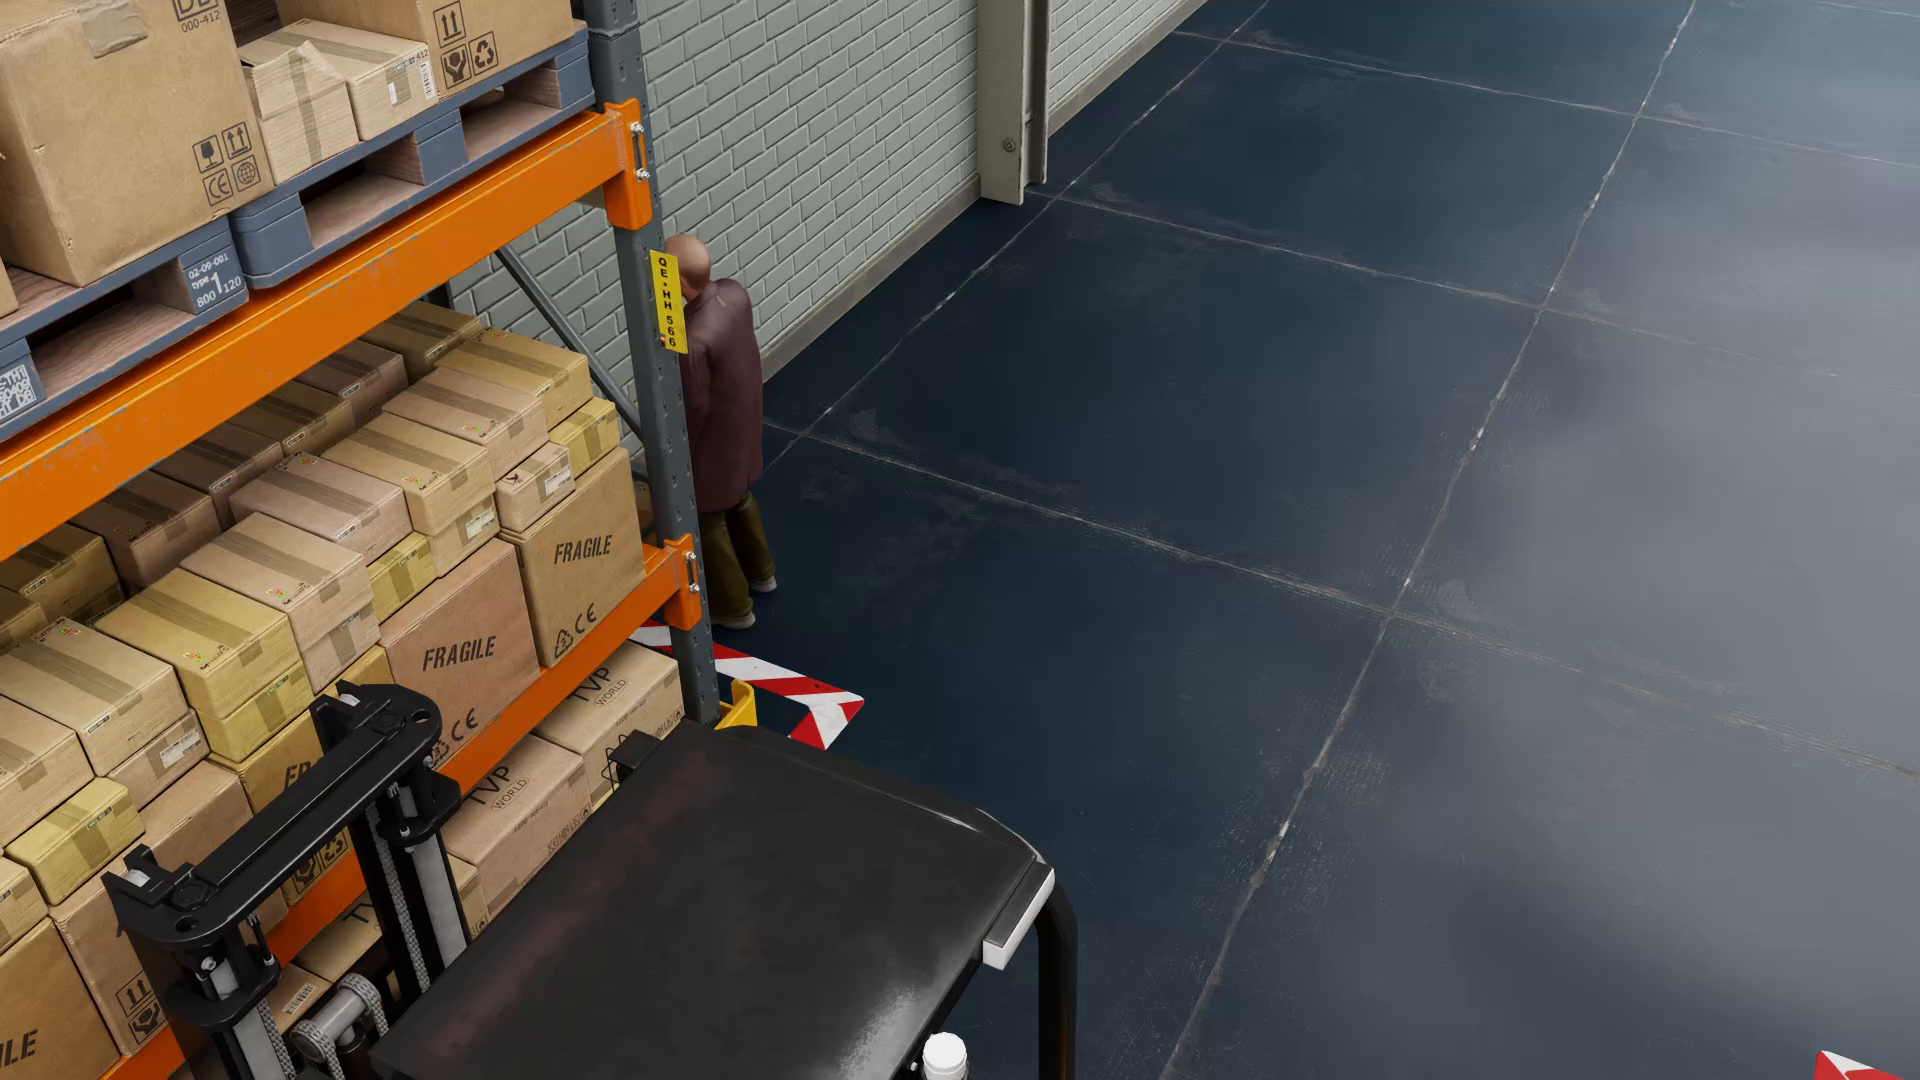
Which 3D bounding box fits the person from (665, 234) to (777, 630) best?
[{"bbox_3d":[-1.003,-0.424,6.716,0.424,1.776,0.596,11,39,14],"label":"person"}]
